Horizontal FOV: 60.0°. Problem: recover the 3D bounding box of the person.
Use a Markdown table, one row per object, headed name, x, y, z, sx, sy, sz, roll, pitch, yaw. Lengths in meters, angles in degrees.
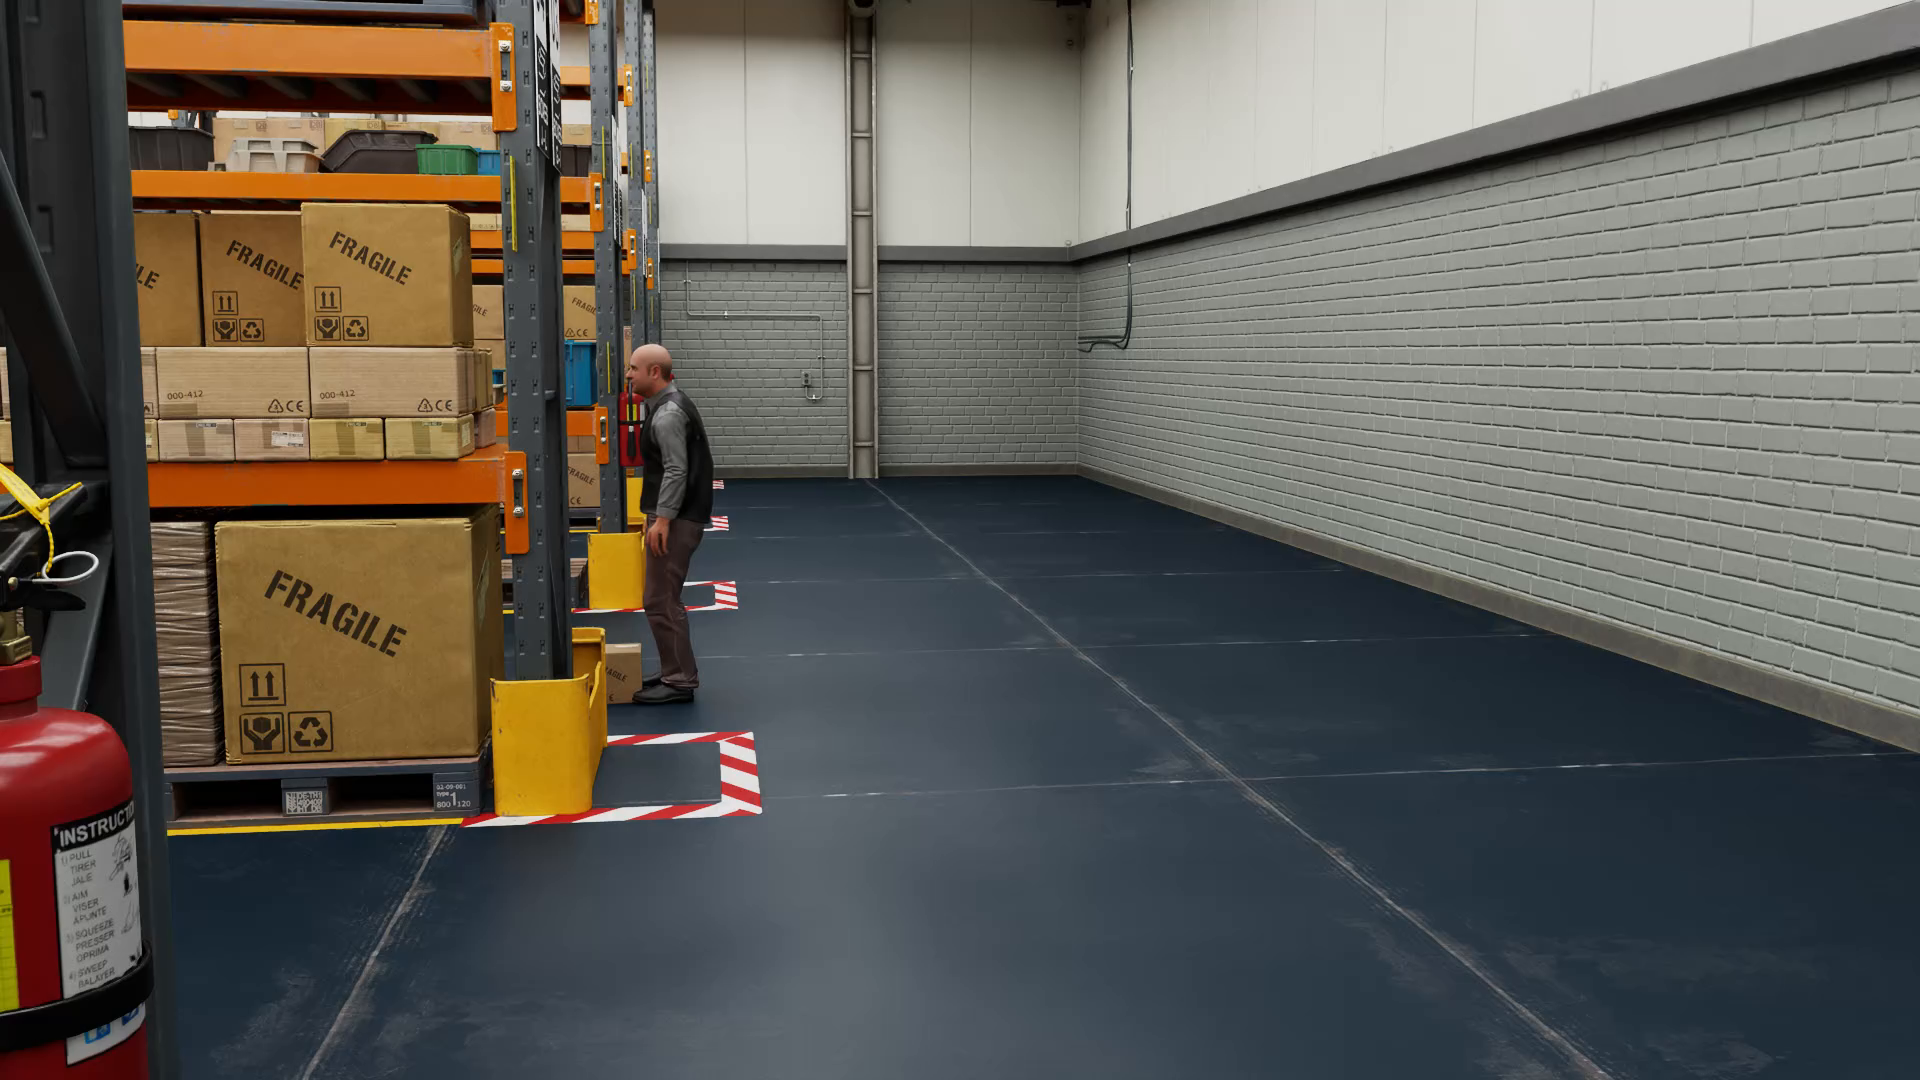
| name | x | y | z | sx | sy | sz | roll | pitch | yaw |
| --- | --- | --- | --- | --- | --- | --- | --- | --- | --- |
| person | -1.400 | -0.085 | 8.067 | 0.412 | 1.722 | 0.592 | -1 | 7 | -11 |
